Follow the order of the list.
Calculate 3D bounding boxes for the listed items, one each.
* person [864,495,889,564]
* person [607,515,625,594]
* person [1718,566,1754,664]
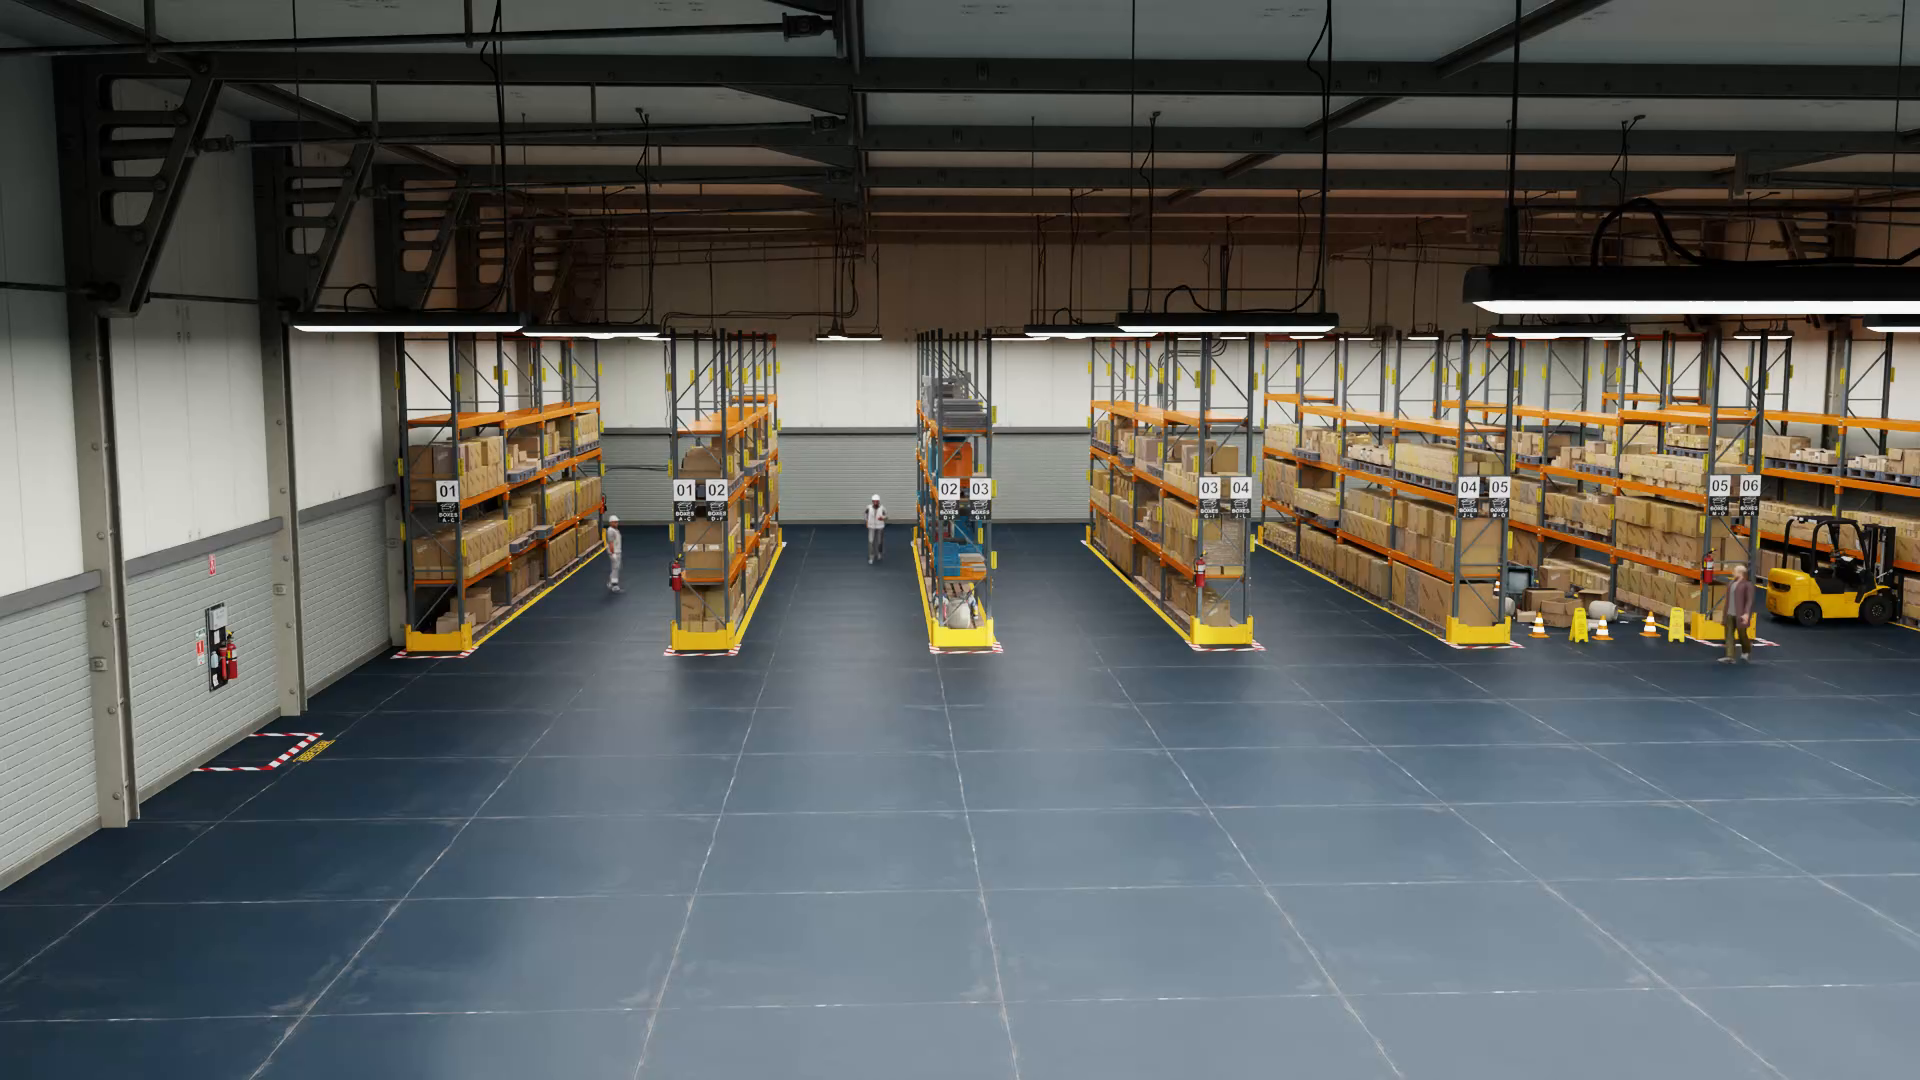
[{"bbox_3d":[-2.203,-0.300,43.733,0.682,1.815,0.829,0,7,2],"label":"person"},{"bbox_3d":[-7.922,0.323,38.245,0.393,1.794,0.569,-2,7,-17],"label":"person"},{"bbox_3d":[13.916,1.341,29.820,0.844,1.753,0.631,-6,9,-40],"label":"person"}]
